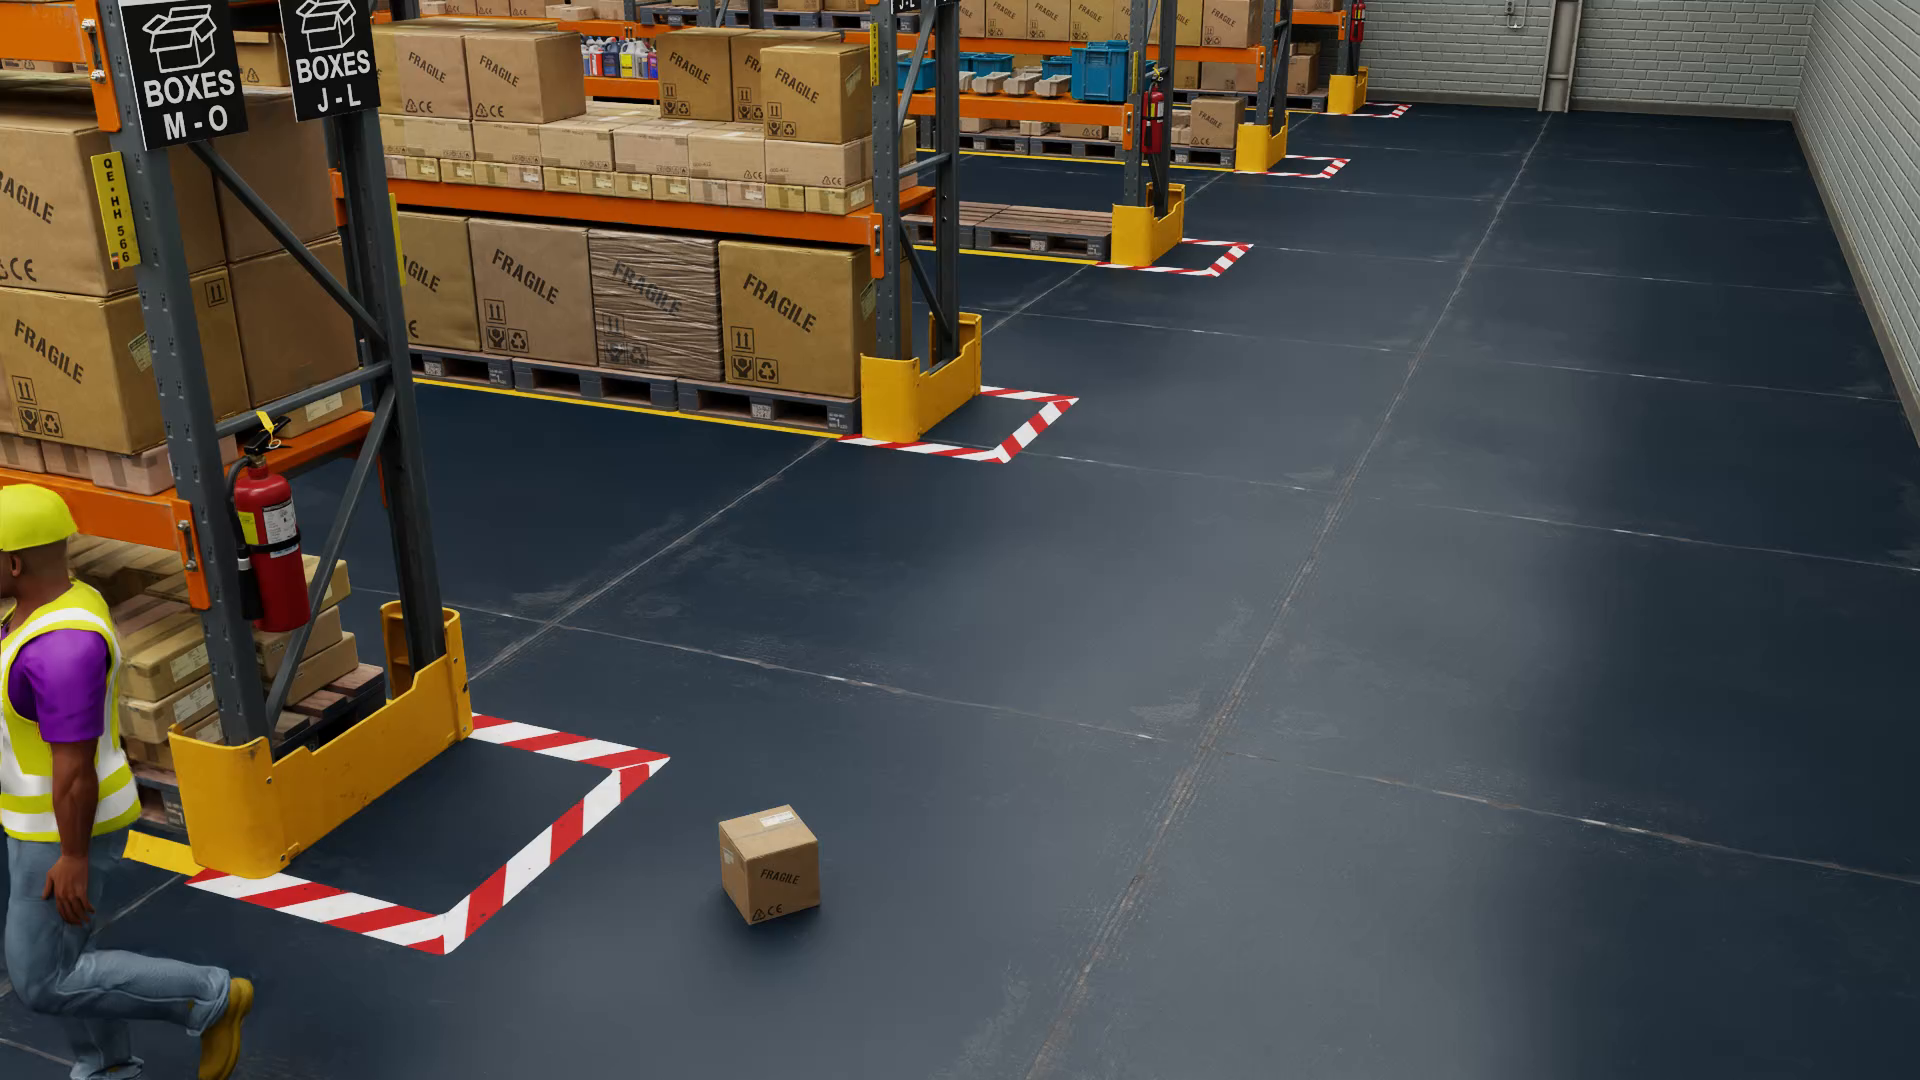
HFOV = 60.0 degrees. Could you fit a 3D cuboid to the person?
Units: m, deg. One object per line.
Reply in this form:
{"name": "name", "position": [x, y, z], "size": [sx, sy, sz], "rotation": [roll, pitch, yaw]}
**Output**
{"name": "person", "position": [-2.283, 0.719, 4.304], "size": [0.622, 1.707, 0.613], "rotation": [-14, 26, -30]}
